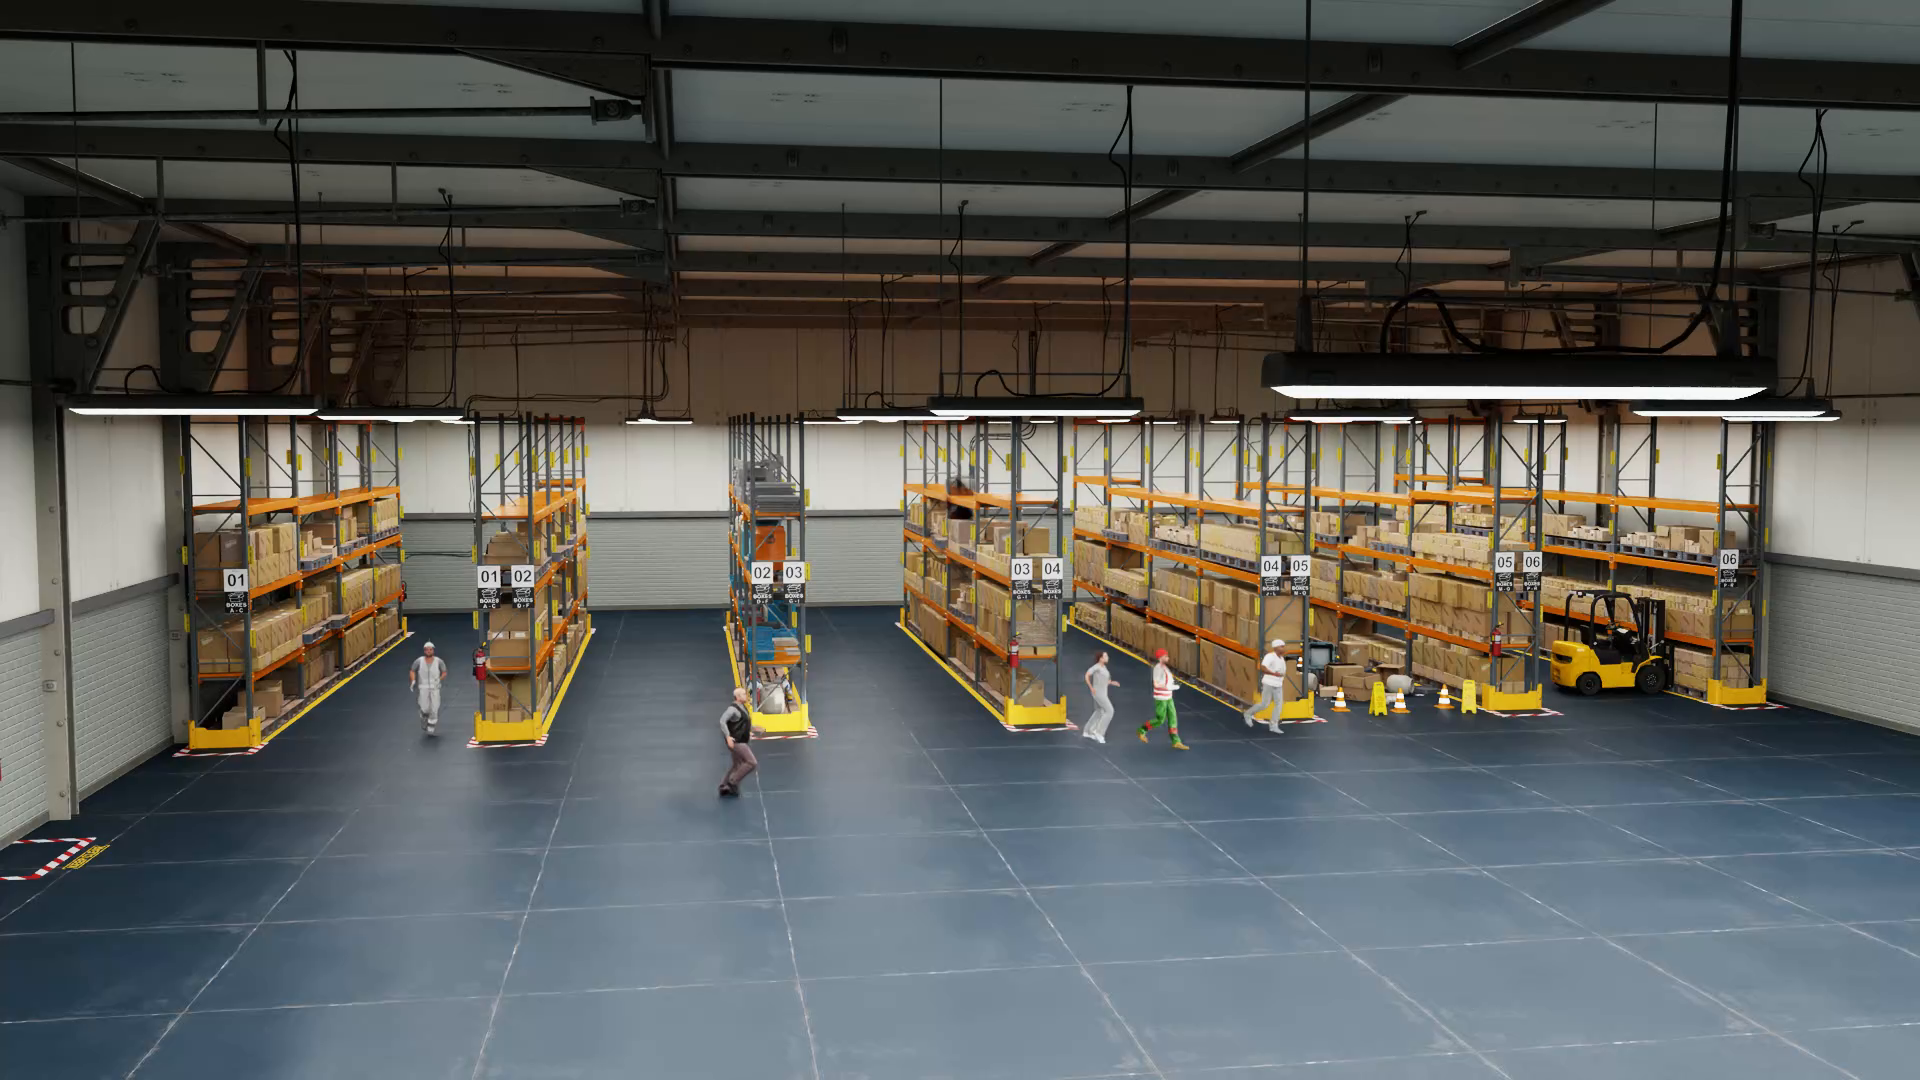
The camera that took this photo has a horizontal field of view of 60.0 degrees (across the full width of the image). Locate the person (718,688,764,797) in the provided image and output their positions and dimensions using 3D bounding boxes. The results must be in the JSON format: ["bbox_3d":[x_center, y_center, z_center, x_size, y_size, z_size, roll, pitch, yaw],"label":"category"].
[{"bbox_3d":[-3.385,3.120,25.648,0.733,1.677,0.630,0,4,6],"label":"person"}]

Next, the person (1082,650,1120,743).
[{"bbox_3d":[2.555,2.849,30.220,0.702,1.708,0.579,1,4,19],"label":"person"}]

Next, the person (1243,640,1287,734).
[{"bbox_3d":[5.891,2.734,31.371,0.707,1.728,0.924,-4,5,-42],"label":"person"}]

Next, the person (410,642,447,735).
[{"bbox_3d":[-9.812,2.762,30.733,0.656,1.739,0.587,-1,4,-19],"label":"person"}]

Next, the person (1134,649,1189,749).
[{"bbox_3d":[3.582,2.808,29.447,0.985,1.776,0.654,2,4,26],"label":"person"}]
